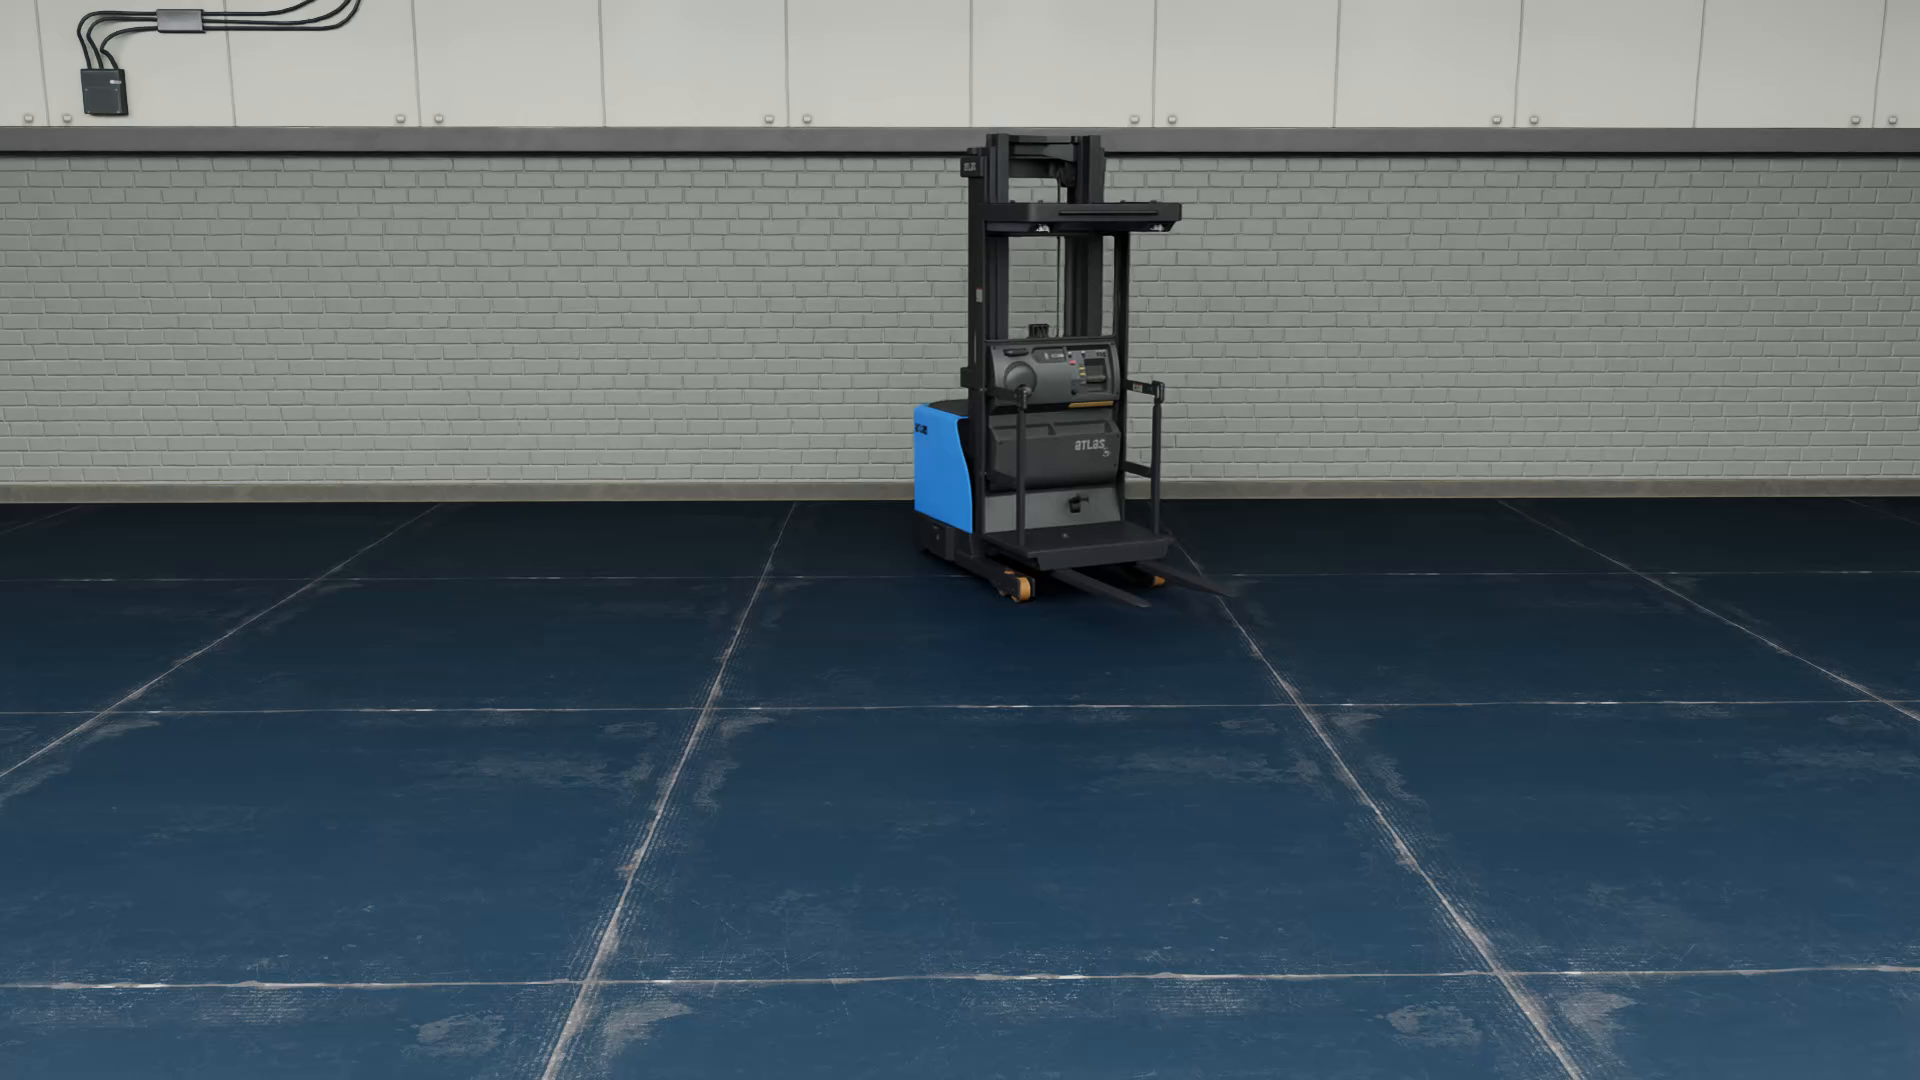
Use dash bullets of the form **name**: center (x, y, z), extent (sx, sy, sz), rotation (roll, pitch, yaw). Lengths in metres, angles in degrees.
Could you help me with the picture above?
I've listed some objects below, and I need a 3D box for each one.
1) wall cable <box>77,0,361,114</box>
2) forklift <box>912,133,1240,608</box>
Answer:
- **wall cable**: center (-5.904, -6.388, 12.861), extent (2.305, 6.003, 0.169), rotation (0, 11, -1)
- **forklift**: center (0.722, -1.137, 10.793), extent (1.130, 2.935, 3.031), rotation (-5, 13, -24)
